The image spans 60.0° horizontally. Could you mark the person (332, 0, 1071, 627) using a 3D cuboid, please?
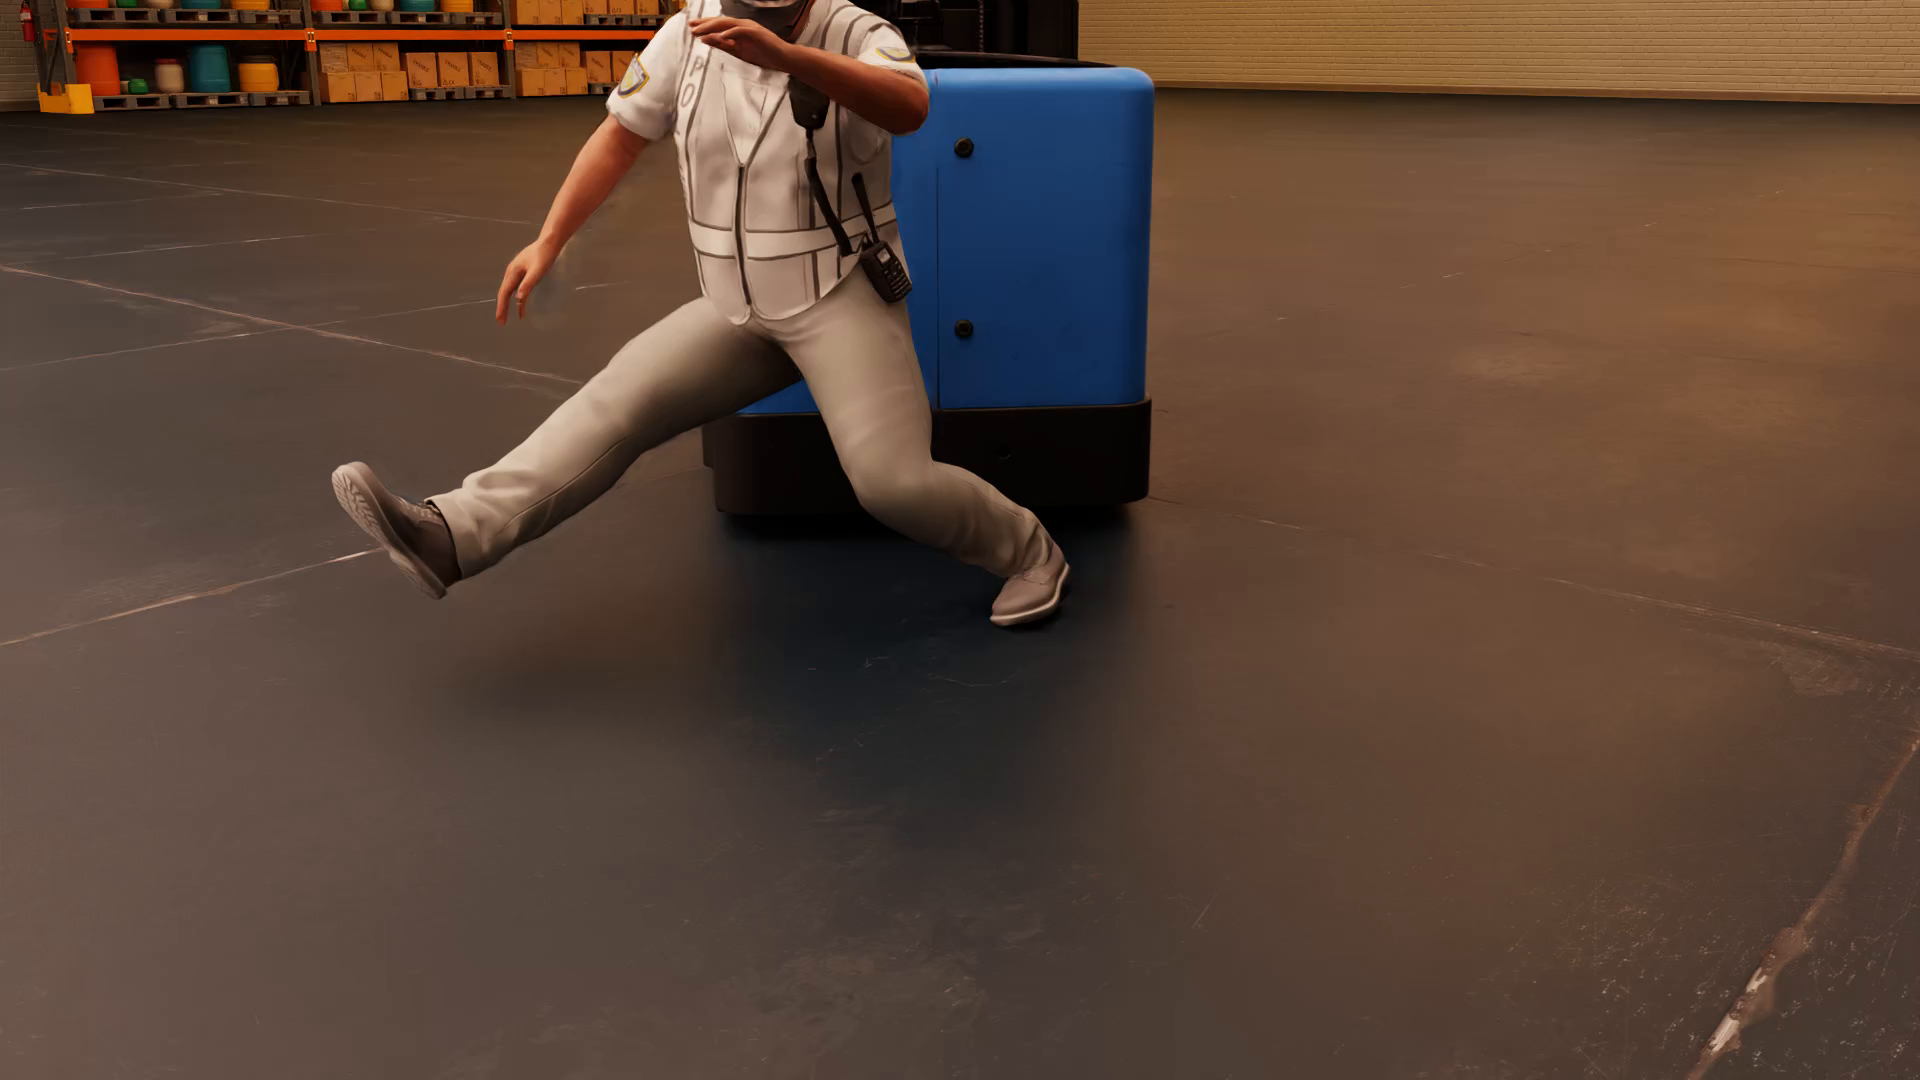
[{"bbox_3d":[-0.429,-0.480,3.133,1.040,1.419,1.143,9,19,26],"label":"person"}]

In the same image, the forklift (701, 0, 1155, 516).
[{"bbox_3d":[-0.231,-1.841,4.960,1.130,2.935,3.031,-2,17,-7],"label":"forklift"}]
